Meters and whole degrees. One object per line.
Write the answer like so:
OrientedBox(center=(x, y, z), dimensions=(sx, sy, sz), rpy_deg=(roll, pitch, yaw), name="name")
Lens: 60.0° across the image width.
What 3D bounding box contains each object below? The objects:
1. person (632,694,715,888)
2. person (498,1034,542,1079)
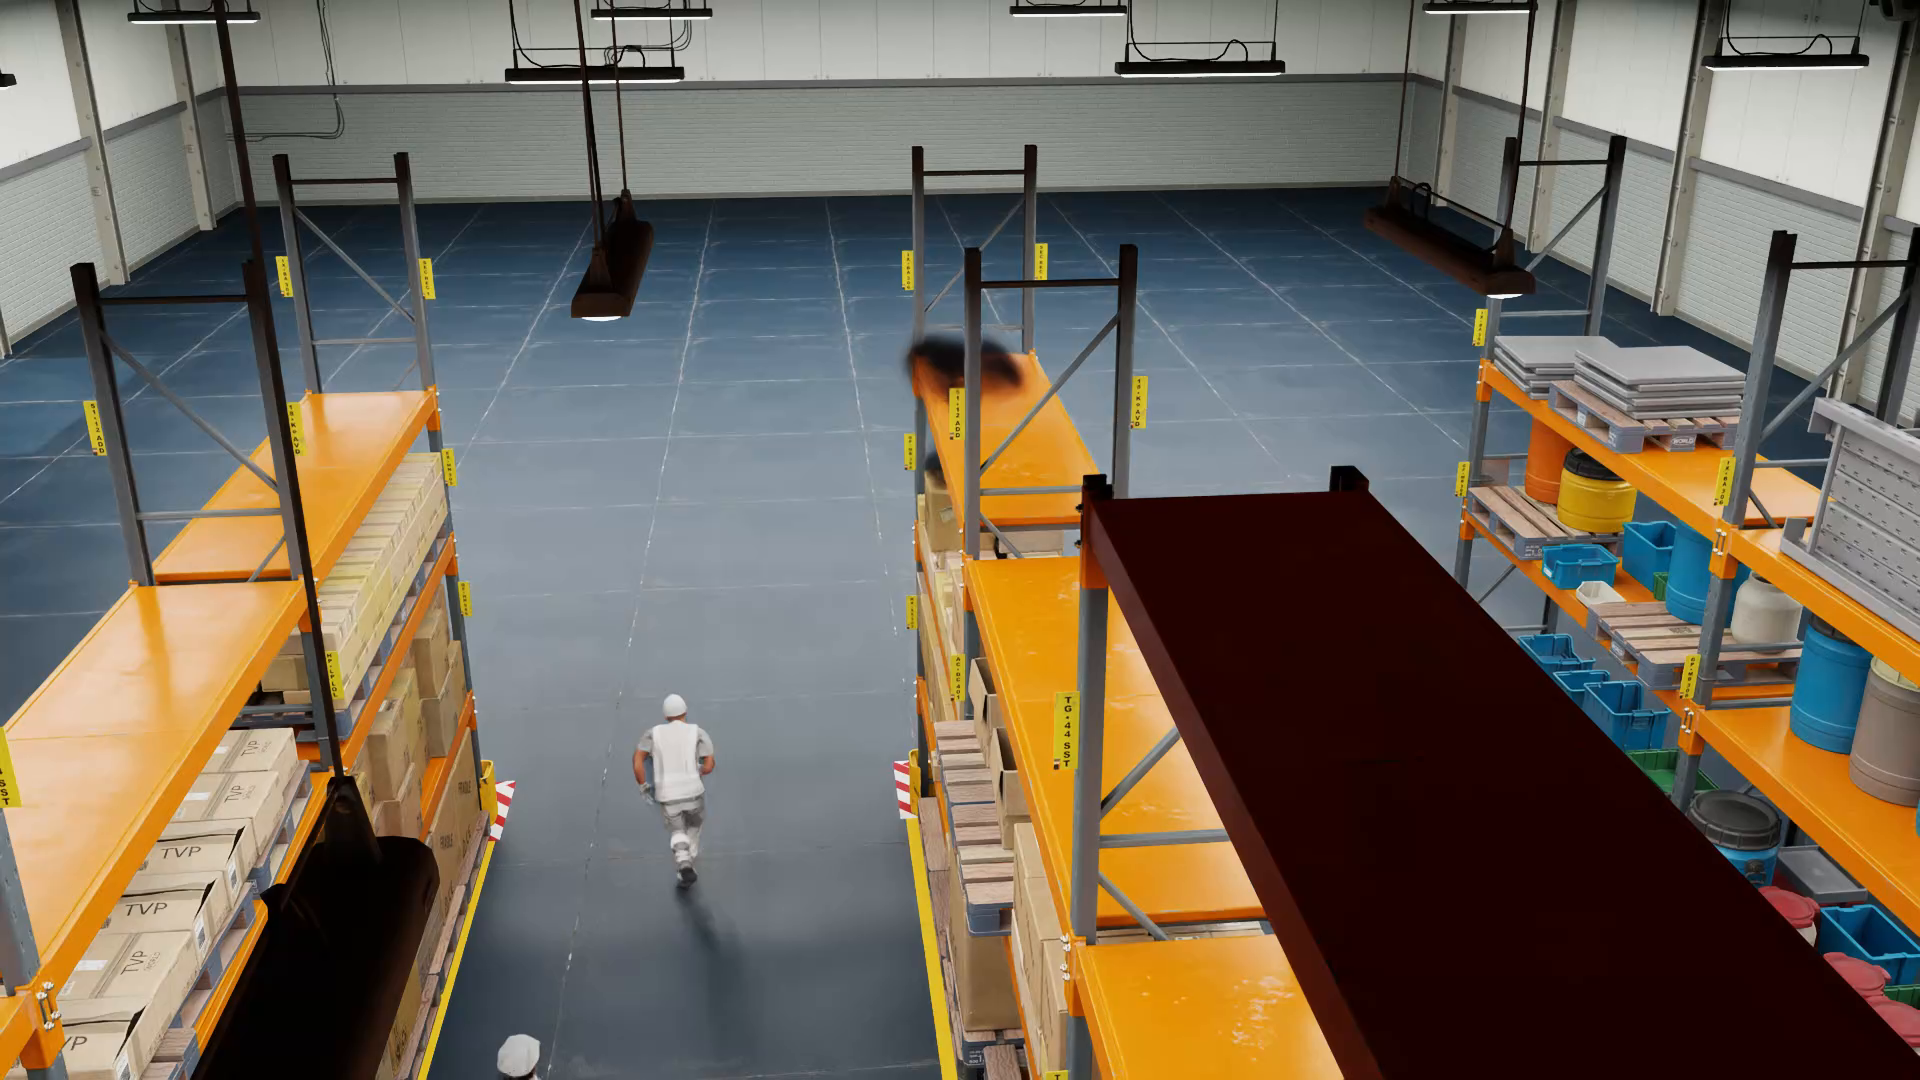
OrientedBox(center=(-2.398, 2.165, 14.045), dimensions=(0.680, 1.588, 0.942), rpy_deg=(-4, 22, -10), name="person")
OrientedBox(center=(-2.584, 3.753, 9.874), dimensions=(0.586, 1.742, 0.896), rpy_deg=(1, 22, 2), name="person")
